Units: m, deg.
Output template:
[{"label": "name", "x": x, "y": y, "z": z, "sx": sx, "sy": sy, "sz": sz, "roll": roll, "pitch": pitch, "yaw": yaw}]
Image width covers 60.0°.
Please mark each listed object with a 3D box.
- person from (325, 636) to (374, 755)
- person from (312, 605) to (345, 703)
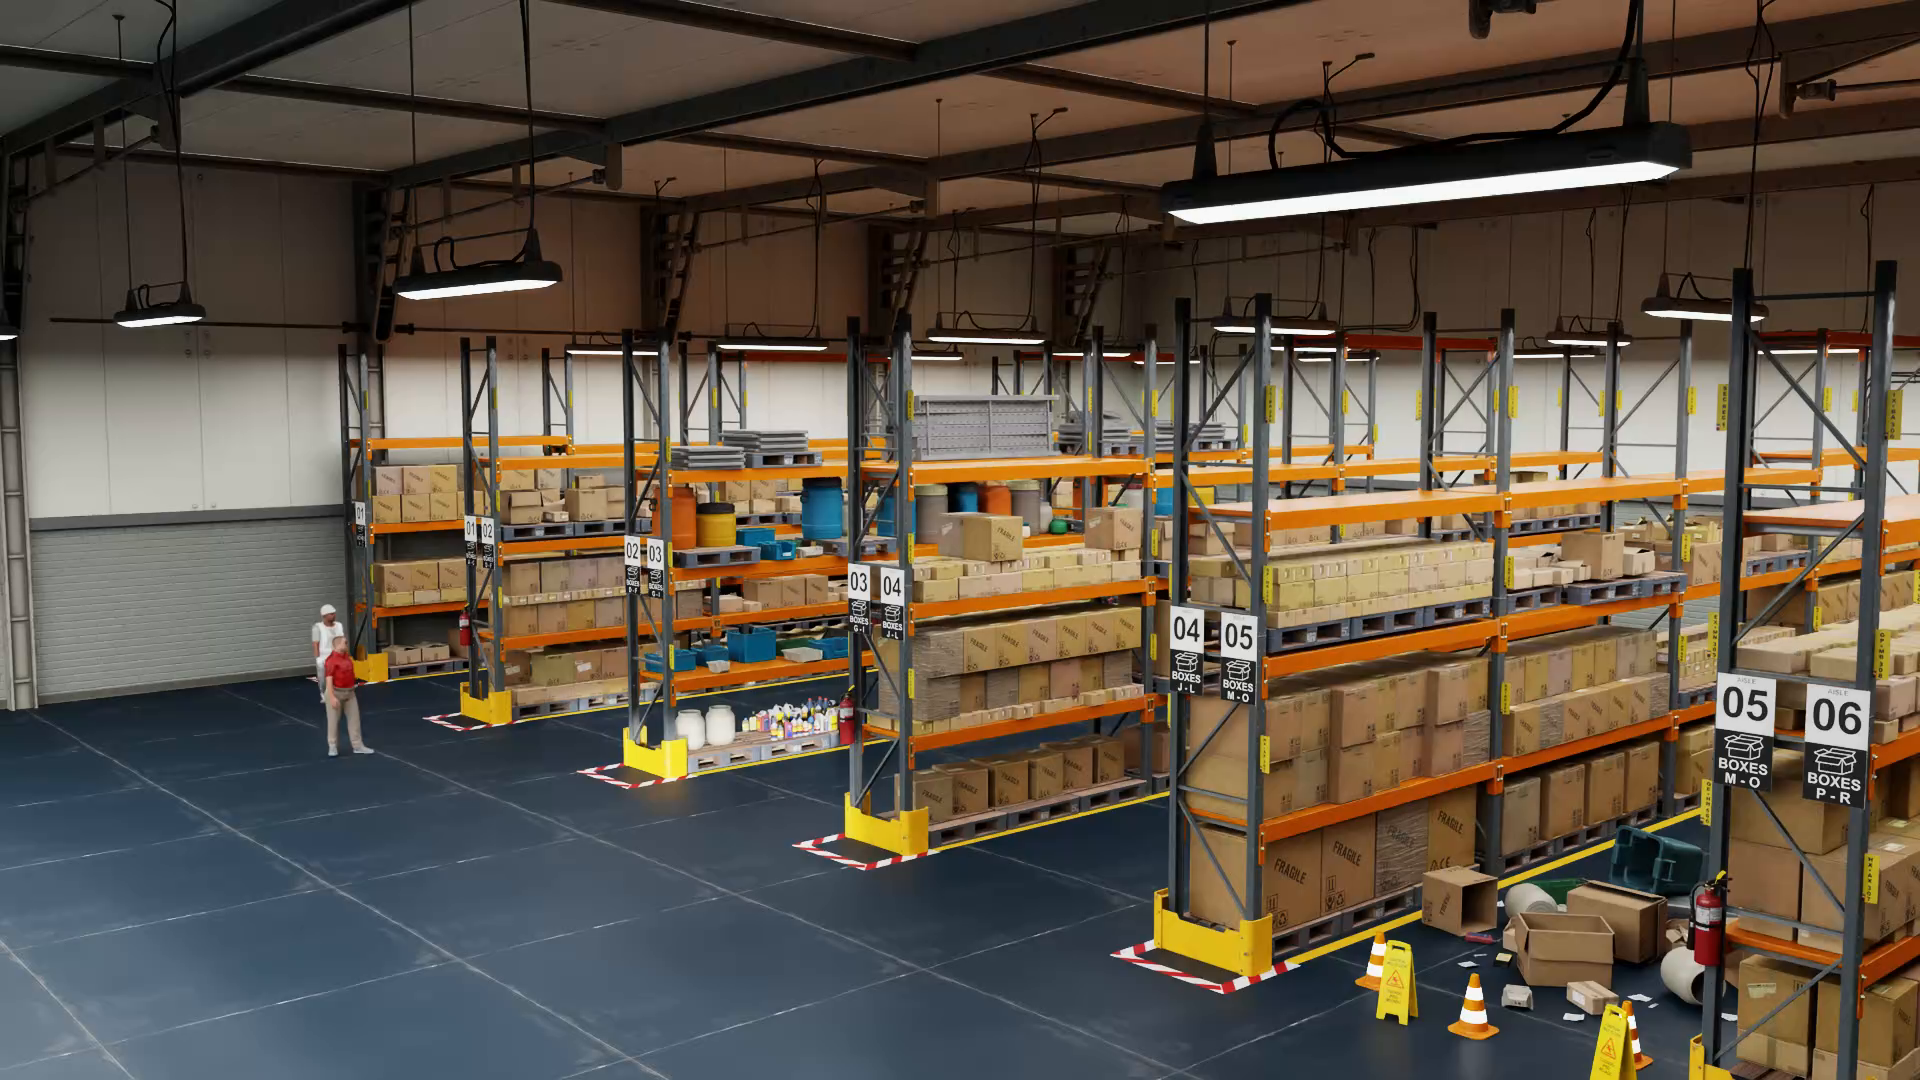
[{"label": "person", "x": -8.736, "y": 2.203, "z": 23.545, "sx": 0.612, "sy": 1.713, "sz": 0.595, "roll": 3, "pitch": 6, "yaw": 29}, {"label": "person", "x": -10.158, "y": 1.904, "z": 26.791, "sx": 0.483, "sy": 1.740, "sz": 1.027, "roll": -1, "pitch": 5, "yaw": -16}]
